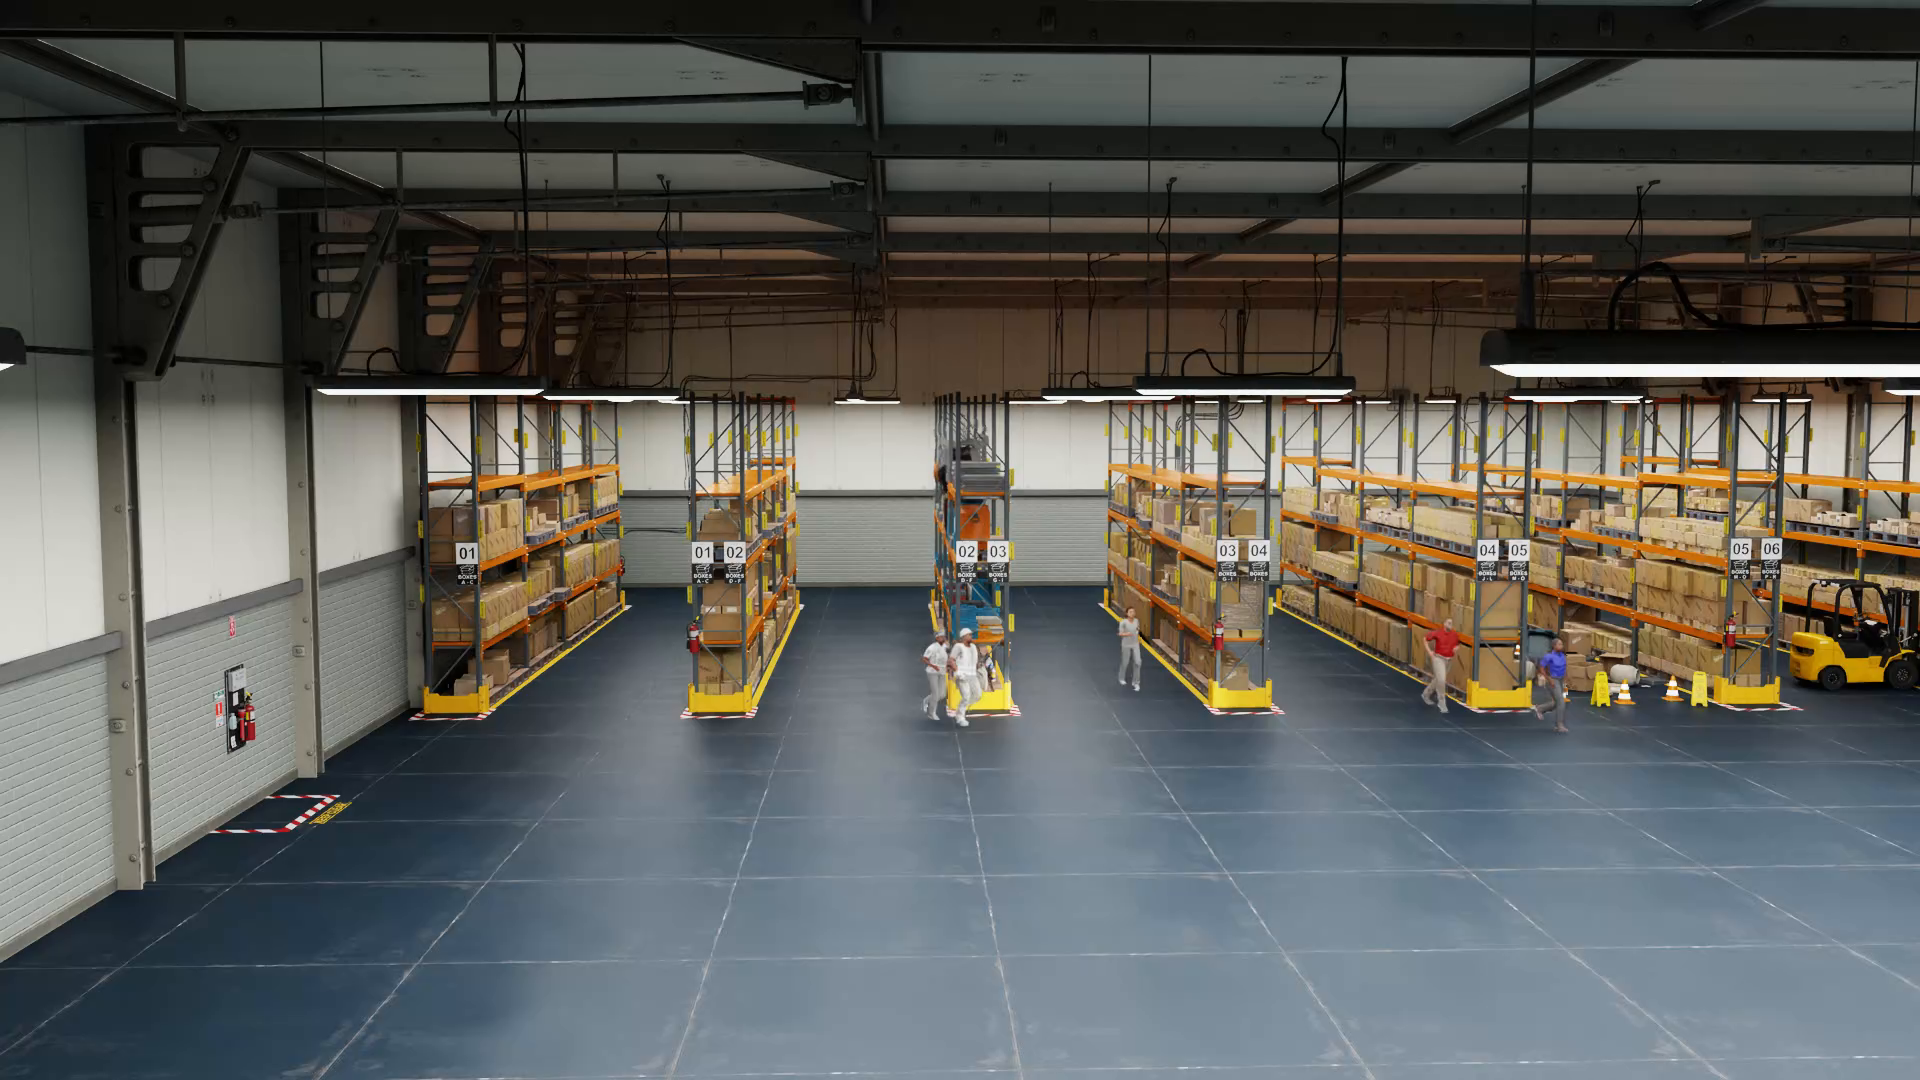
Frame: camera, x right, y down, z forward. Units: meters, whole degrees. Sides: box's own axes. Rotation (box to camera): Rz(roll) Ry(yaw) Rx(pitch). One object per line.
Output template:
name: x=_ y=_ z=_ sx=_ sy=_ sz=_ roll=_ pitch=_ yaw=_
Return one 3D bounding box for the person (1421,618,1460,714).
person: x=9.155 y=2.345 z=31.491 sx=0.688 sy=1.757 sz=0.927 roll=-2 pitch=5 yaw=-24

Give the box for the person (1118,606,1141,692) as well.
person: x=3.436 y=2.185 z=33.738 sx=0.511 sy=1.713 sz=0.825 roll=-1 pitch=5 yaw=-12

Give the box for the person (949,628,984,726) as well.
person: x=0.154 y=2.465 z=30.016 sx=0.744 sy=1.722 sz=0.524 roll=-4 pitch=6 yaw=-44

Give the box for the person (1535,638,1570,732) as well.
person: x=10.528 y=2.557 z=29.552 sx=0.597 sy=1.642 sz=0.763 roll=-3 pitch=6 yaw=-35

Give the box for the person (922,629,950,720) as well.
person: x=-0.425 y=2.465 z=30.659 sx=0.607 sy=1.654 sz=0.594 roll=-4 pitch=6 yaw=-38
